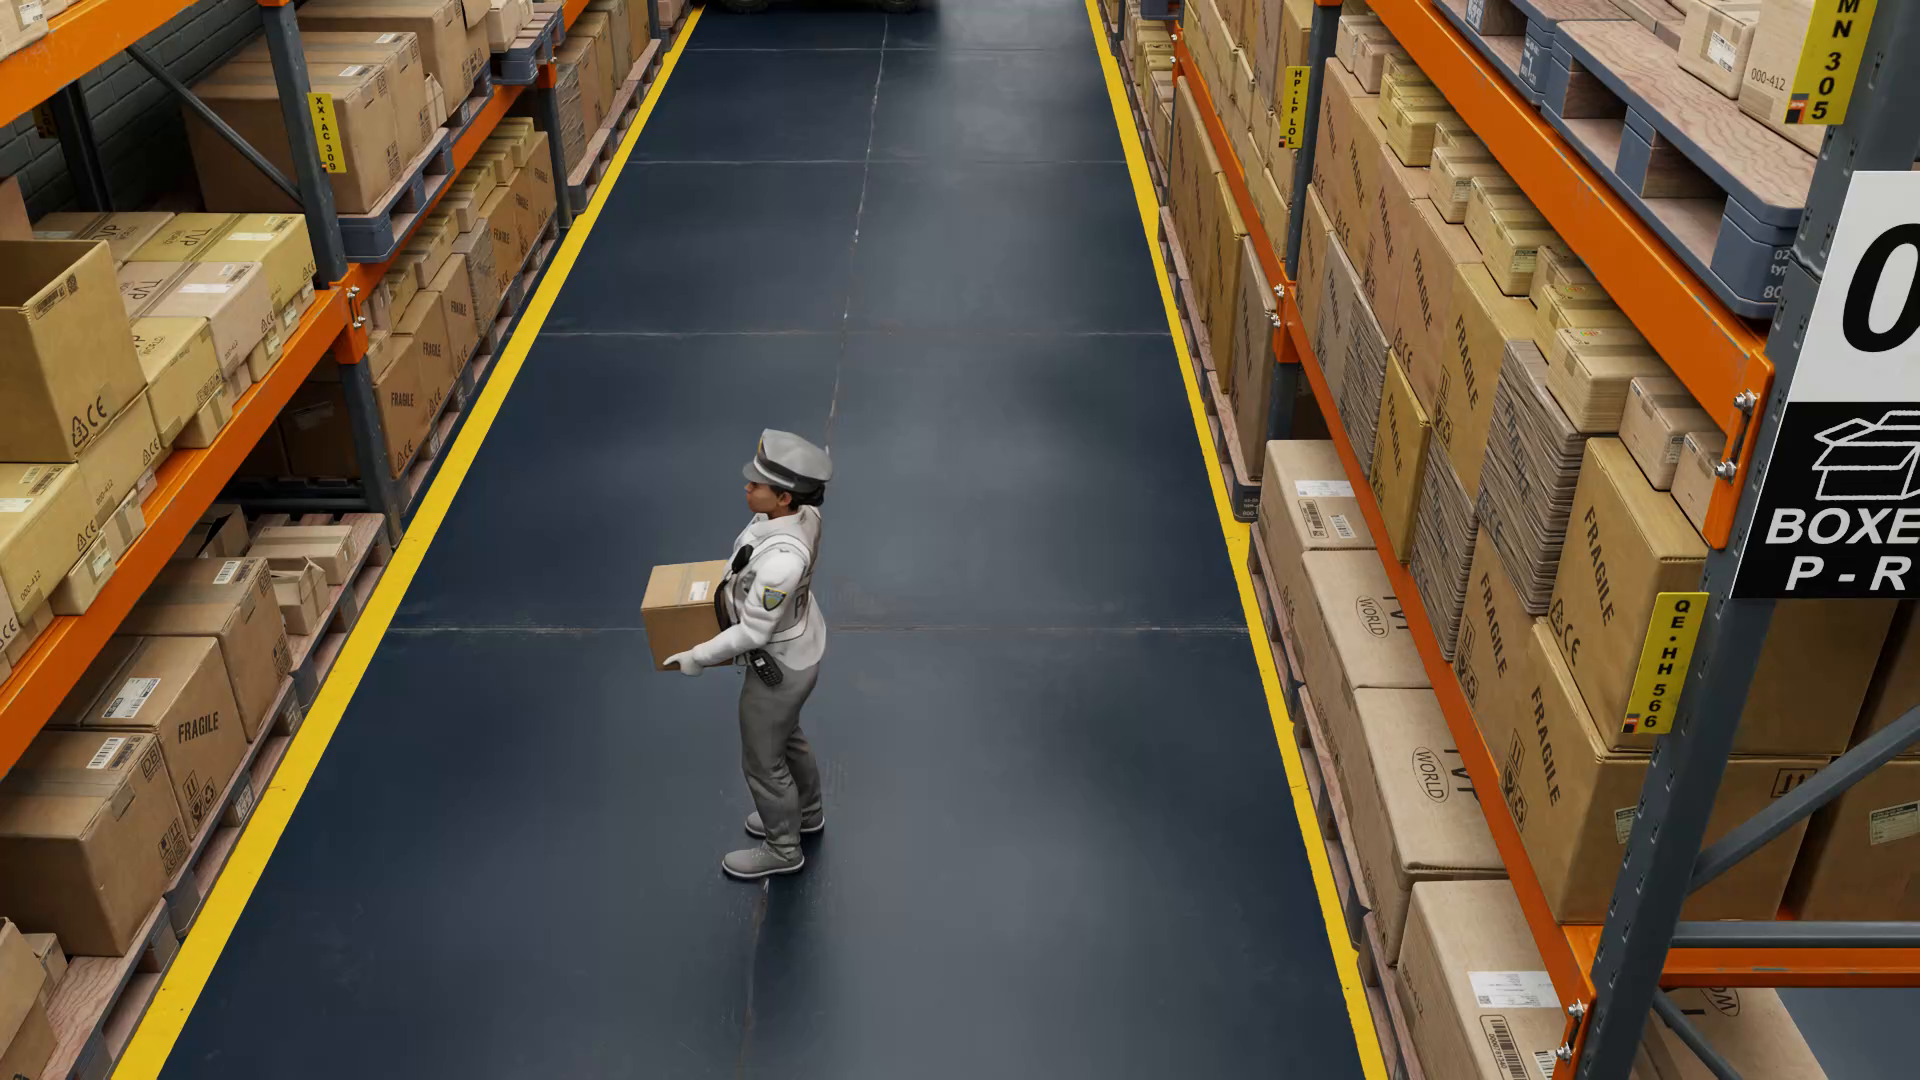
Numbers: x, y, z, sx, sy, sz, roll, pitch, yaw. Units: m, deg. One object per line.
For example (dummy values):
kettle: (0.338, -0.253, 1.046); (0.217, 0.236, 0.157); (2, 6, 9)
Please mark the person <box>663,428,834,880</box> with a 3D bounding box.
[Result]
person: (-0.669, 0.388, 5.484); (0.563, 1.686, 0.459); (0, 32, 0)
